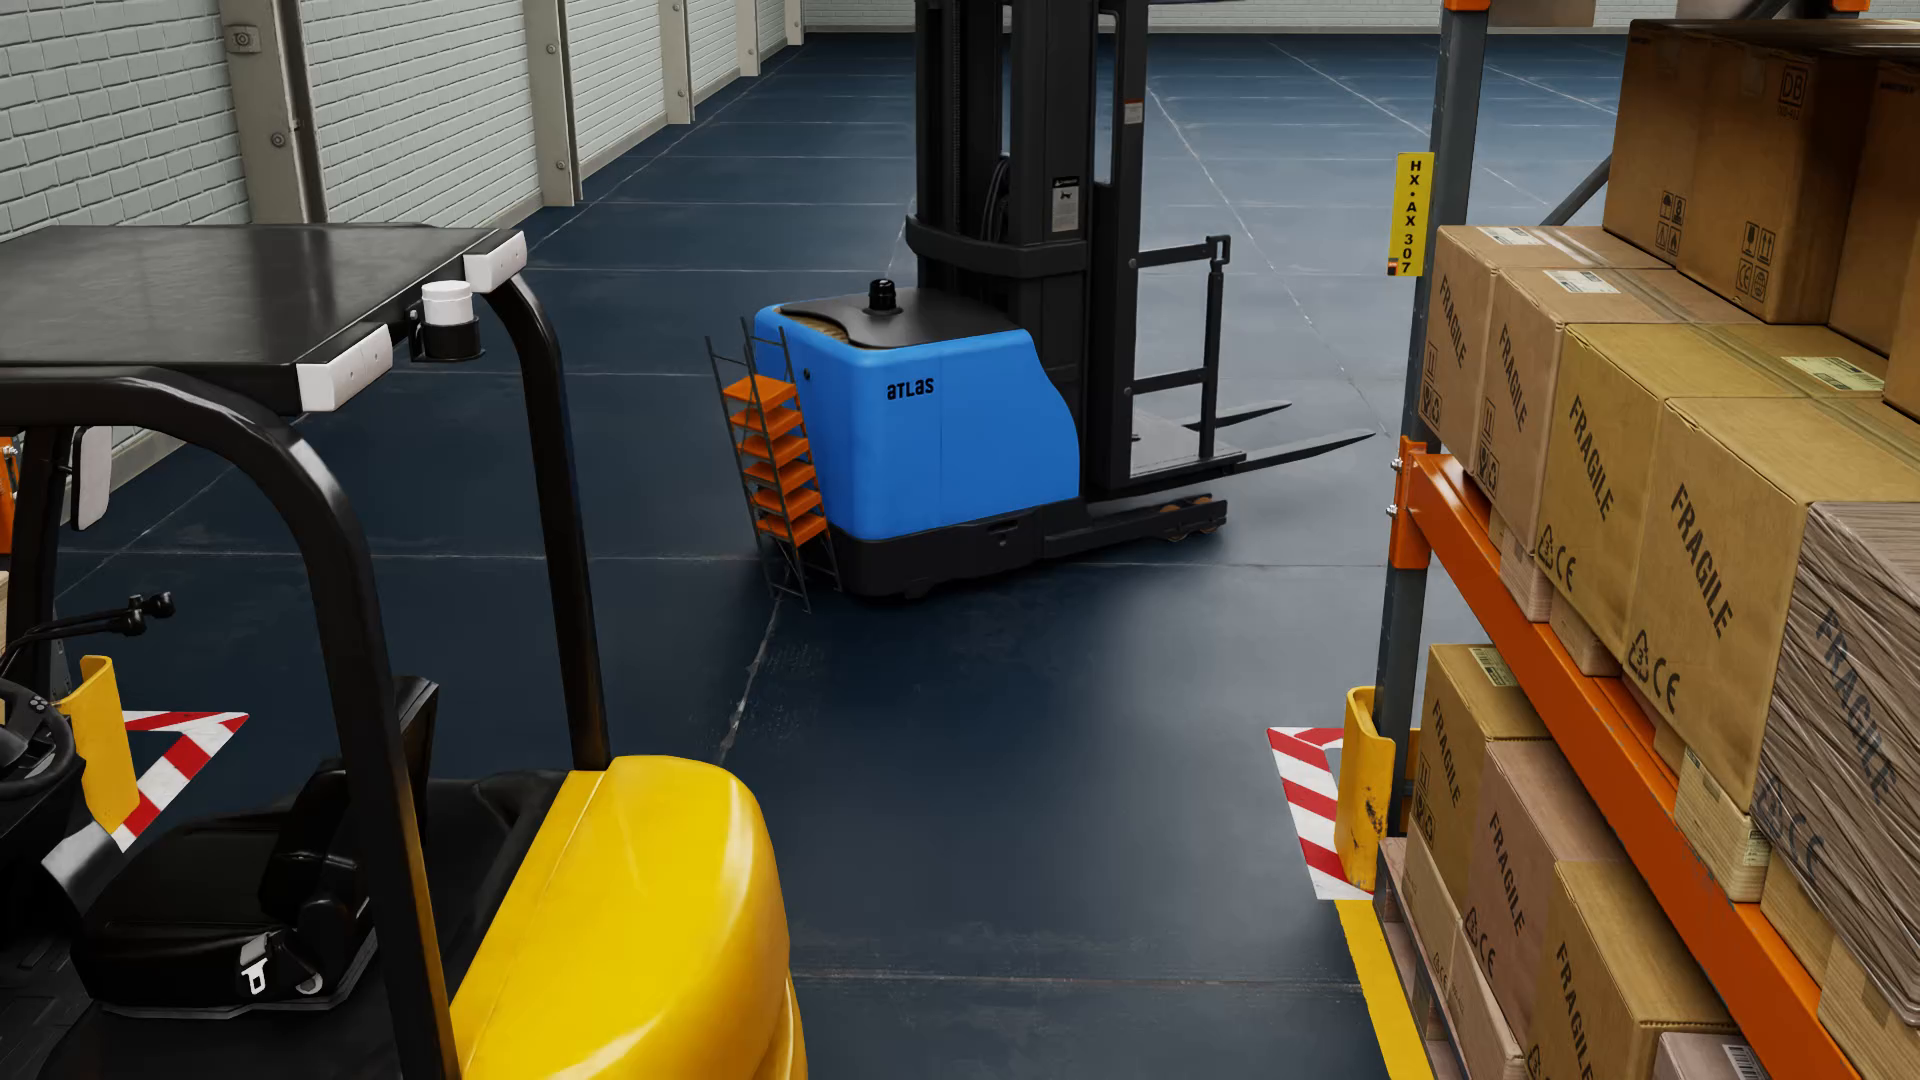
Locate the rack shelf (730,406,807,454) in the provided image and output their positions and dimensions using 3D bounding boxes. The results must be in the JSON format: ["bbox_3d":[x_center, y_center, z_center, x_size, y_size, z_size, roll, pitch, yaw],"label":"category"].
[{"bbox_3d":[-0.754,-0.445,6.472,0.258,0.103,0.180,18,41,39],"label":"rack shelf"}]

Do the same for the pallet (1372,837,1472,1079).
[{"bbox_3d":[1.676,1.170,4.222,1.003,0.211,1.213,1,21,2],"label":"pallet"}]

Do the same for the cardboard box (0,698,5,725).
[{"bbox_3d":[-2.925,0.528,4.551,0.500,0.250,0.500,0,21,1],"label":"cardboard box"}]

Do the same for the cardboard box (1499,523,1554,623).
[{"bbox_3d":[1.385,0.064,3.564,0.380,0.149,0.250,1,21,2],"label":"cardboard box"}]

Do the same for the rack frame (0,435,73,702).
[{"bbox_3d":[-3.223,-0.504,4.682,1.000,3.000,0.127,1,21,2],"label":"rack frame"}]

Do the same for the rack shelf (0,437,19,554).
[{"bbox_3d":[-3.284,0.554,2.949,1.077,0.370,4.000,1,21,2],"label":"rack shelf"}]

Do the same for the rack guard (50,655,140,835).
[{"bbox_3d":[-3.222,0.652,5.157,1.175,0.500,0.348,1,21,2],"label":"rack guard"}]

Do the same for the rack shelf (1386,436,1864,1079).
[{"bbox_3d":[1.678,0.607,2.811,1.077,0.370,4.000,1,21,2],"label":"rack shelf"}]

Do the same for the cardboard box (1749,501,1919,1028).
[{"bbox_3d":[1.402,0.273,2.130,0.500,0.500,0.500,1,21,3],"label":"cardboard box"}]

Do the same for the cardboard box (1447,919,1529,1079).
[{"bbox_3d":[1.414,1.108,3.747,0.500,0.250,0.500,1,21,4],"label":"cardboard box"}]

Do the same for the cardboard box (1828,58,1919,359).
[{"bbox_3d":[2.006,-0.547,2.860,0.700,0.500,0.500,0,21,1],"label":"cardboard box"}]

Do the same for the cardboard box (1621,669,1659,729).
[{"bbox_3d":[1.463,0.254,3.074,0.380,0.149,0.250,1,21,3],"label":"cardboard box"}]

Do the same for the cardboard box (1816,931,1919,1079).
[{"bbox_3d":[1.350,0.625,2.118,0.380,0.149,0.250,0,21,1],"label":"cardboard box"}]

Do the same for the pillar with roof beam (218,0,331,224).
[{"bbox_3d":[0.340,-5.181,8.443,9.100,9.000,0.400,1,21,2],"label":"pillar with roof beam"}]

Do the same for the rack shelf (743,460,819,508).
[{"bbox_3d":[-0.718,-0.242,6.594,0.258,0.103,0.180,18,41,39],"label":"rack shelf"}]

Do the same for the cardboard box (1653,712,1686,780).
[{"bbox_3d":[1.425,0.349,2.829,0.380,0.149,0.250,0,21,0],"label":"cardboard box"}]

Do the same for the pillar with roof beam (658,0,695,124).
[{"bbox_3d":[0.705,-9.520,19.625,9.100,9.000,0.400,1,21,2],"label":"pillar with roof beam"}]

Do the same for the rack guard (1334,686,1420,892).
[{"bbox_3d":[1.736,0.742,4.926,1.175,0.500,0.348,1,21,2],"label":"rack guard"}]

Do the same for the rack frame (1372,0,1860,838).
[{"bbox_3d":[1.738,-0.451,4.545,1.000,3.000,0.127,1,21,2],"label":"rack frame"}]

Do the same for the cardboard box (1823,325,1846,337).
[{"bbox_3d":[1.977,-0.256,3.493,0.500,0.500,0.500,1,21,2],"label":"cardboard box"}]

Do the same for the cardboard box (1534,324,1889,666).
[{"bbox_3d":[1.420,-0.097,3.082,0.500,0.500,0.500,0,21,1],"label":"cardboard box"}]

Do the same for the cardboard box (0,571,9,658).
[{"bbox_3d":[-2.925,0.285,4.485,0.500,0.250,0.500,1,21,3],"label":"cardboard box"}]

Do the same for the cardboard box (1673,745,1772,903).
[{"bbox_3d":[1.359,0.440,2.596,0.380,0.149,0.250,1,21,2],"label":"cardboard box"}]

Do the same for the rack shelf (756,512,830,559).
[{"bbox_3d":[-0.681,-0.038,6.715,0.258,0.103,0.180,18,41,39],"label":"rack shelf"}]

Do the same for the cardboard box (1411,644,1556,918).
[{"bbox_3d":[1.437,0.583,4.065,0.500,0.500,0.500,0,21,0],"label":"cardboard box"}]

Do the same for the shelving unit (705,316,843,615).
[{"bbox_3d":[-0.724,-0.279,6.571,0.258,1.200,0.189,18,41,39],"label":"shelving unit"}]

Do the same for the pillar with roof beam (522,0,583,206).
[{"bbox_3d":[0.523,-7.351,14.034,9.100,9.000,0.400,1,21,2],"label":"pillar with roof beam"}]

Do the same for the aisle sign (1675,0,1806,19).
[{"bbox_3d":[2.030,-1.682,4.124,0.394,0.787,0.004,1,21,2],"label":"aisle sign"}]

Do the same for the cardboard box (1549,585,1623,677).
[{"bbox_3d":[1.411,0.158,3.322,0.380,0.149,0.250,1,21,3],"label":"cardboard box"}]

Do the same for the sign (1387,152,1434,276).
[{"bbox_3d":[1.196,-0.861,4.404,0.100,0.325,0.005,1,21,2],"label":"sign"}]

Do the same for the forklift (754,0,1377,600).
[{"bbox_3d":[0.623,-1.506,7.358,3.031,2.935,1.130,-13,25,-30],"label":"forklift"}]

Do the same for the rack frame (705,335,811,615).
[{"bbox_3d":[-0.784,-0.236,6.517,0.240,1.200,0.006,18,41,39],"label":"rack frame"}]

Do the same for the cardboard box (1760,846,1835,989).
[{"bbox_3d":[1.387,0.533,2.356,0.380,0.149,0.250,0,21,1],"label":"cardboard box"}]

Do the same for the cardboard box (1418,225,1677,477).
[{"bbox_3d":[1.447,-0.468,4.040,0.500,0.500,0.500,0,21,1],"label":"cardboard box"}]

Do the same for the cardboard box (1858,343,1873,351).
[{"bbox_3d":[1.959,-0.075,3.027,0.500,0.500,0.500,1,21,1],"label":"cardboard box"}]

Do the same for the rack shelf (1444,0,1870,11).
[{"bbox_3d":[1.678,-0.791,2.269,1.077,0.370,4.000,1,21,2],"label":"rack shelf"}]

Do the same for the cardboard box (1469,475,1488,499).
[{"bbox_3d":[1.521,-0.213,4.280,0.380,0.149,0.250,1,21,2],"label":"cardboard box"}]

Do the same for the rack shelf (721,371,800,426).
[{"bbox_3d":[-0.772,-0.547,6.411,0.258,0.103,0.180,18,41,39],"label":"rack shelf"}]

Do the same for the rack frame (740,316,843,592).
[{"bbox_3d":[-0.664,-0.322,6.625,0.240,1.200,0.006,18,41,39],"label":"rack frame"}]

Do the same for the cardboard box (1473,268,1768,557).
[{"bbox_3d":[1.434,-0.281,3.557,0.500,0.500,0.500,1,21,3],"label":"cardboard box"}]

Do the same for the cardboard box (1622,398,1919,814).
[{"bbox_3d":[1.413,0.087,2.608,0.500,0.500,0.500,0,21,1],"label":"cardboard box"}]

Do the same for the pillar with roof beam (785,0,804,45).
[{"bbox_3d":[1.070,-13.859,30.807,9.100,9.000,0.400,1,21,2],"label":"pillar with roof beam"}]

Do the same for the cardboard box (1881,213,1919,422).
[{"bbox_3d":[1.852,-0.368,2.399,0.700,0.500,0.500,1,21,1],"label":"cardboard box"}]

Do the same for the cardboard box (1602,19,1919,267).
[{"bbox_3d":[1.941,-0.915,3.810,0.700,0.500,0.500,0,21,0],"label":"cardboard box"}]

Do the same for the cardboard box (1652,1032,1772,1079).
[{"bbox_3d":[1.395,1.146,2.612,0.500,0.500,0.500,2,21,4],"label":"cardboard box"}]

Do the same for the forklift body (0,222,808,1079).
[{"bbox_3d":[-1.457,0.597,3.017,2.313,2.155,1.214,1,21,2],"label":"forklift body"}]

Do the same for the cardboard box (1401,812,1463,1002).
[{"bbox_3d":[1.437,0.924,4.223,0.500,0.250,0.500,0,21,1],"label":"cardboard box"}]

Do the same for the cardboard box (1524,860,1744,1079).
[{"bbox_3d":[1.402,0.953,3.110,0.500,0.500,0.500,1,21,3],"label":"cardboard box"}]

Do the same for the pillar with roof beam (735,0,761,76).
[{"bbox_3d":[0.888,-11.690,25.216,9.100,9.000,0.400,1,21,2],"label":"pillar with roof beam"}]

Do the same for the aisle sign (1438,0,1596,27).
[{"bbox_3d":[1.430,-1.689,4.141,0.394,0.787,0.004,1,21,2],"label":"aisle sign"}]

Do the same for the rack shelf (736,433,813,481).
[{"bbox_3d":[-0.736,-0.343,6.533,0.258,0.103,0.180,18,41,39],"label":"rack shelf"}]

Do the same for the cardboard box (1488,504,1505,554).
[{"bbox_3d":[1.439,-0.027,3.799,0.380,0.149,0.250,0,21,0],"label":"cardboard box"}]

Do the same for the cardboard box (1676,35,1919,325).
[{"bbox_3d":[1.918,-0.733,3.339,0.700,0.500,0.500,1,21,2],"label":"cardboard box"}]

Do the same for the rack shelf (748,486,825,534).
[{"bbox_3d":[-0.699,-0.140,6.654,0.258,0.103,0.180,18,41,39],"label":"rack shelf"}]

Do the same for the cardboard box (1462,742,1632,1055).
[{"bbox_3d":[1.426,0.772,3.577,0.500,0.500,0.500,0,21,0],"label":"cardboard box"}]
